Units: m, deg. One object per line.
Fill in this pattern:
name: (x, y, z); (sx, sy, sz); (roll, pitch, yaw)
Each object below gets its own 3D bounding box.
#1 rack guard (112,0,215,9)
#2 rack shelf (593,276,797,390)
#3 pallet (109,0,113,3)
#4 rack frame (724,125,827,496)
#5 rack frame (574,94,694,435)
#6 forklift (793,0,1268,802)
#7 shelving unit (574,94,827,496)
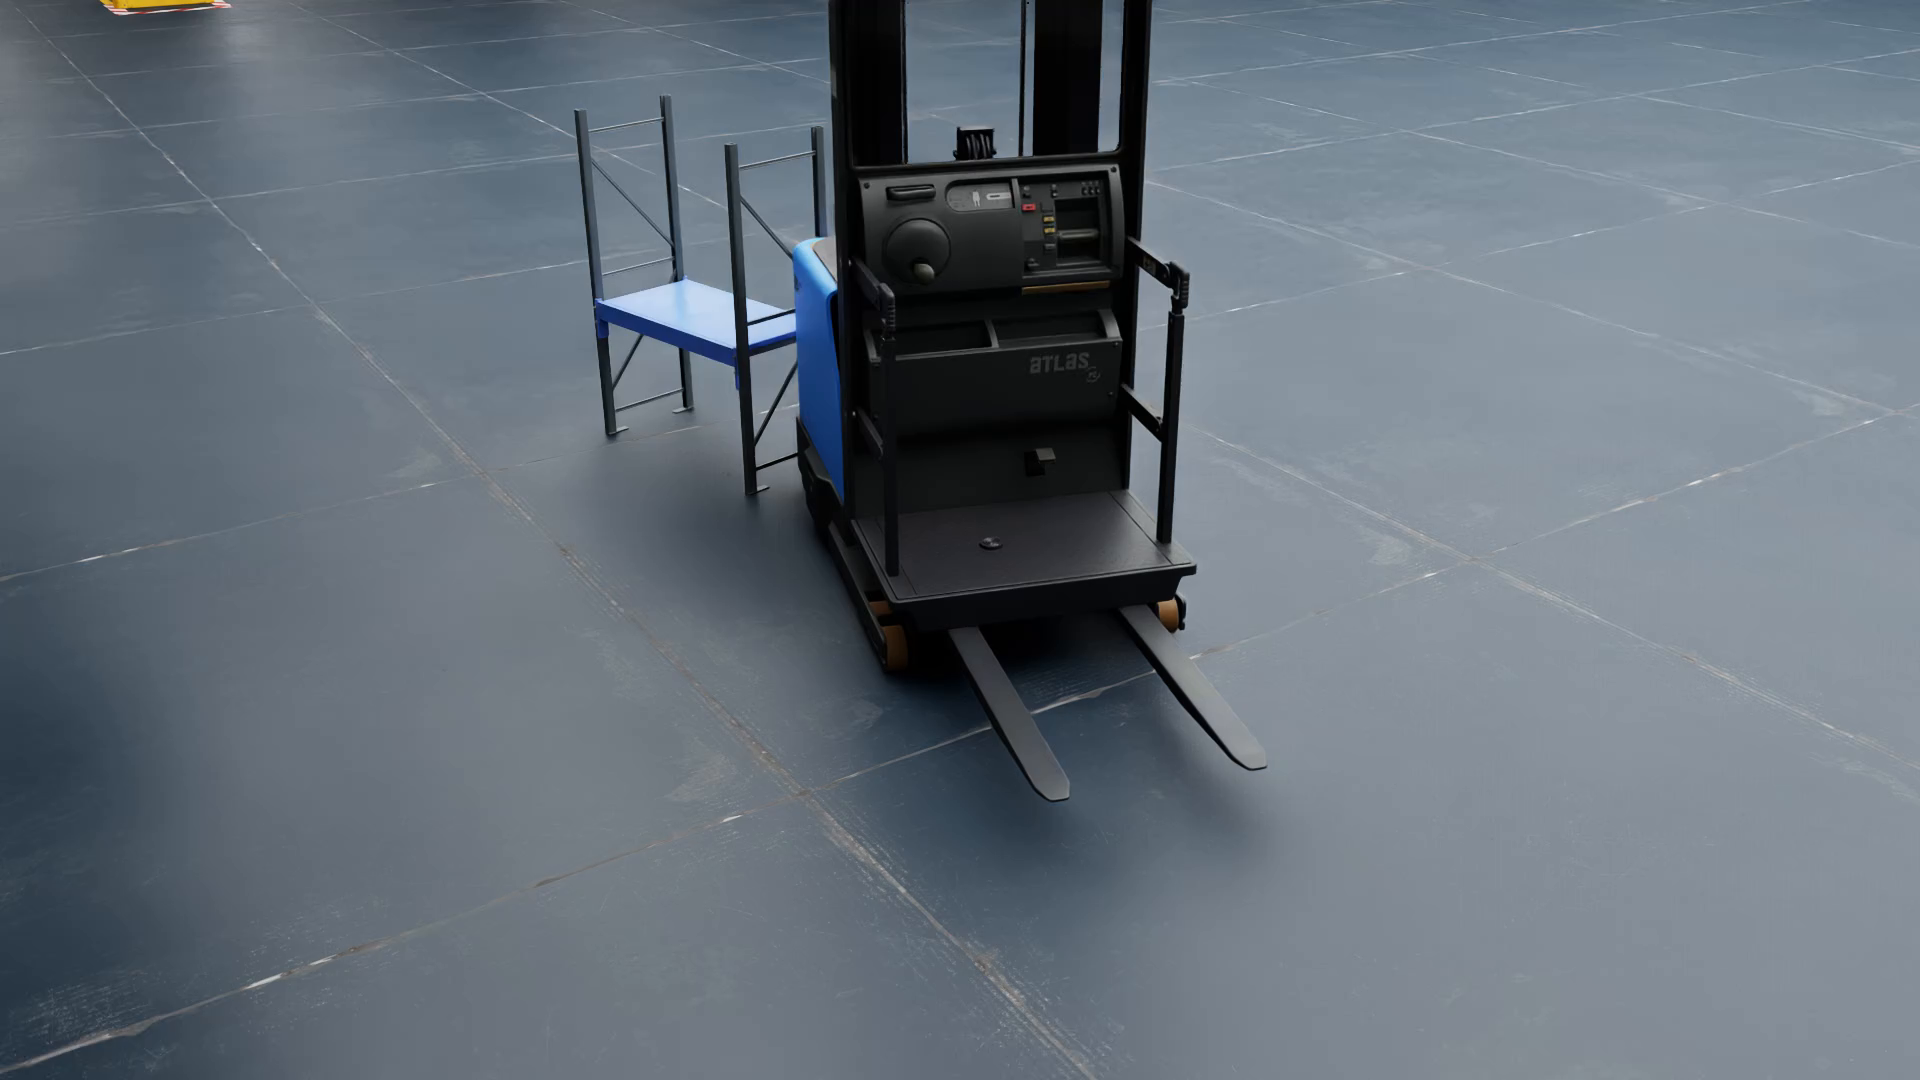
rack guard: (-10.178, -7.085, 21.172); (1.175, 0.500, 0.348); (-16, 29, -30)
rack shelf: (-1.112, -0.938, 7.400); (1.000, 0.185, 0.538); (22, 33, 39)
pallet: (-10.644, -7.226, 21.810); (1.003, 0.211, 1.213); (-16, 29, -30)
rack frame: (-0.744, -0.951, 7.007); (0.032, 1.500, 0.500); (22, 33, 39)
rack frame: (-1.481, -1.250, 7.640); (0.032, 1.500, 0.500); (22, 33, 39)
forklift: (0.175, -1.051, 5.543); (1.130, 2.935, 3.031); (-7, 26, -14)
shelving unit: (-1.112, -1.100, 7.324); (1.048, 1.500, 0.538); (22, 33, 39)
